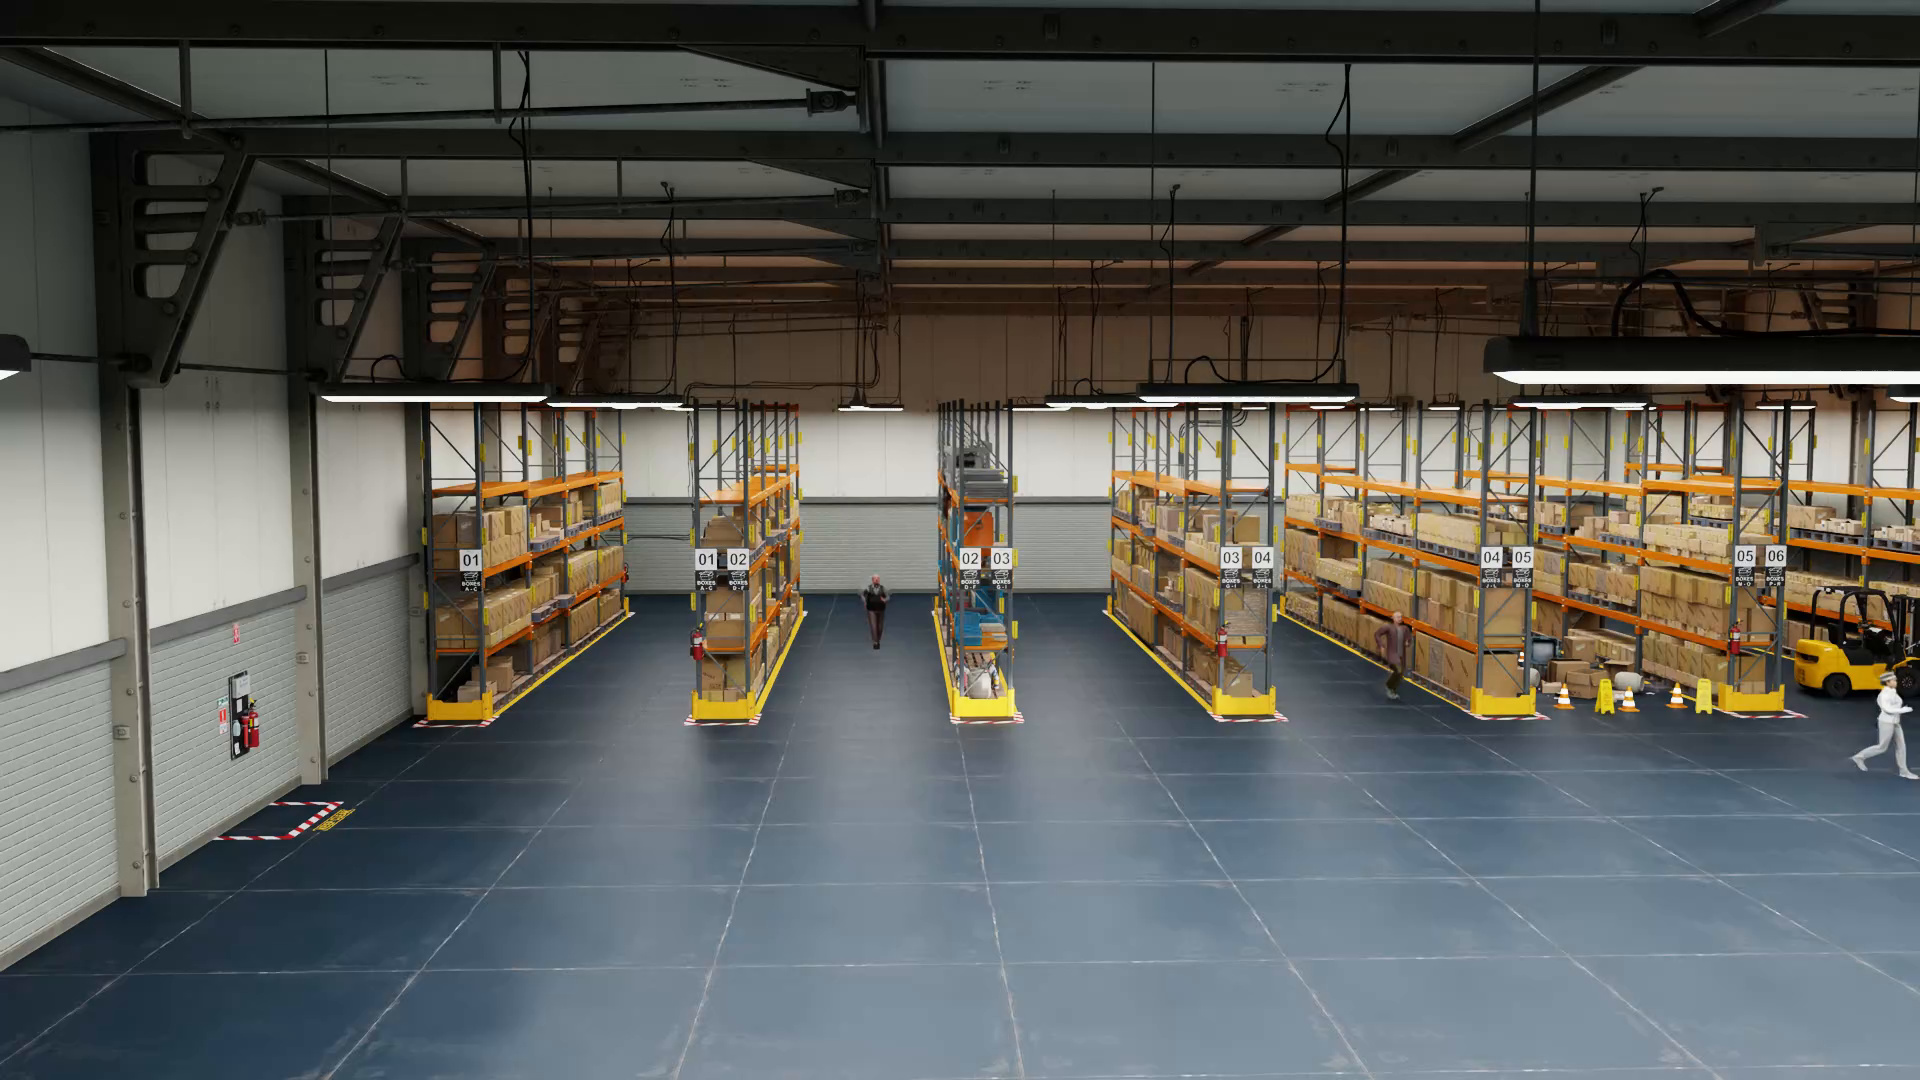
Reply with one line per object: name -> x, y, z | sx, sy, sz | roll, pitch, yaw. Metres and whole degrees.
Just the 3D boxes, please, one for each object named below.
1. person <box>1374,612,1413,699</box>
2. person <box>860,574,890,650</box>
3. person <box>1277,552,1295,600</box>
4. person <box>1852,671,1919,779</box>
person -> 8.735, 2.312, 33.230 | 0.697, 1.746, 0.676 | -2, 5, -20
person -> -1.940, 1.668, 38.401 | 0.666, 1.744, 0.867 | -1, 4, -13
person -> 9.583, 1.145, 48.887 | 0.594, 1.718, 0.696 | -1, 4, -13
person -> 14.570, 2.880, 26.110 | 0.928, 1.674, 0.615 | 4, 6, 41
